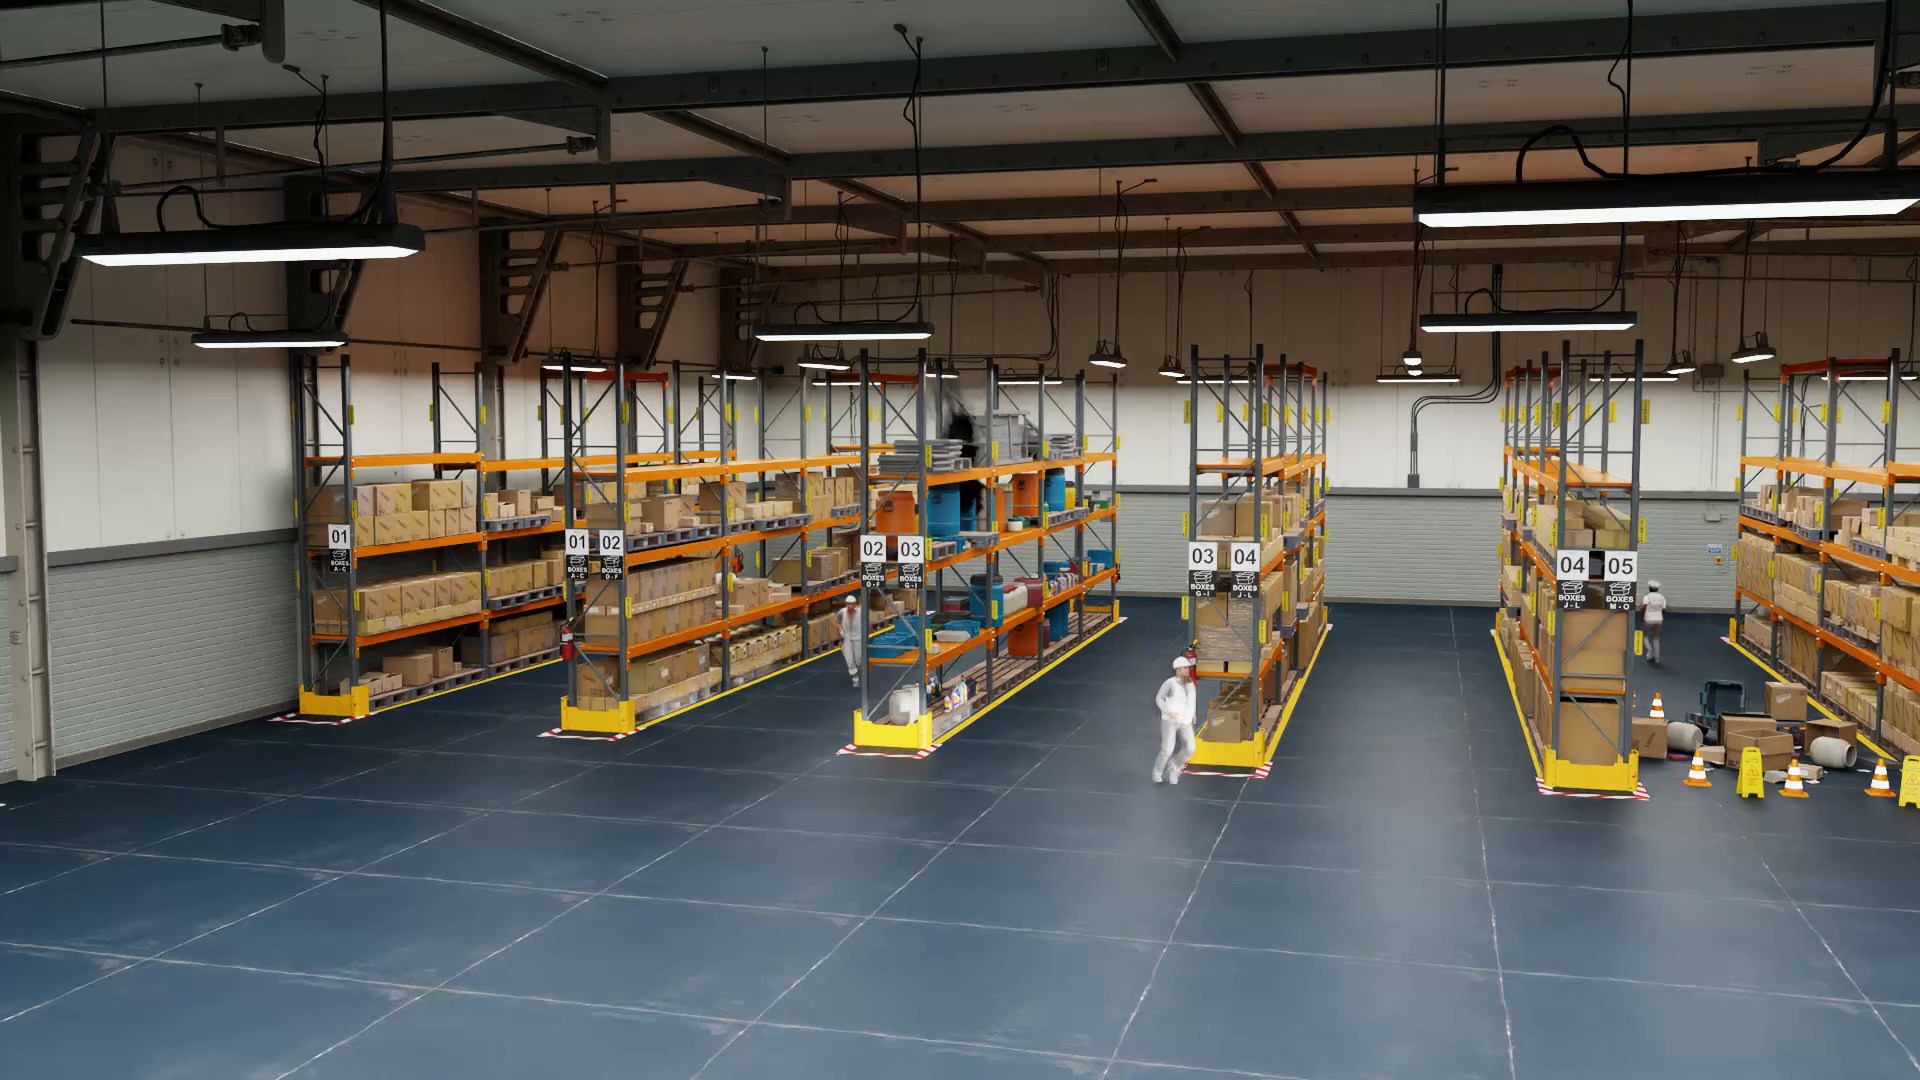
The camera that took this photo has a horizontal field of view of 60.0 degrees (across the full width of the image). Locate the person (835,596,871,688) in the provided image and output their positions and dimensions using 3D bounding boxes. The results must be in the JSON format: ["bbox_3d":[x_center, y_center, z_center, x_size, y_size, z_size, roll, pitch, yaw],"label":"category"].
[{"bbox_3d":[-1.978,1.860,30.781,0.655,1.712,0.806,1,4,8],"label":"person"}]

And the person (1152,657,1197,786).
[{"bbox_3d":[2.980,2.453,22.534,0.718,1.733,0.608,-2,5,-25],"label":"person"}]

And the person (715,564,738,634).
[{"bbox_3d":[-5.130,1.387,36.274,0.716,1.784,0.961,1,4,13],"label":"person"}]

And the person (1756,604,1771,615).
[{"bbox_3d":[18.229,1.332,37.428,0.819,1.768,0.669,1,4,8],"label":"person"}]

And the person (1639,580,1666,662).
[{"bbox_3d":[14.030,1.642,33.771,0.551,1.648,0.652,0,4,1],"label":"person"}]
